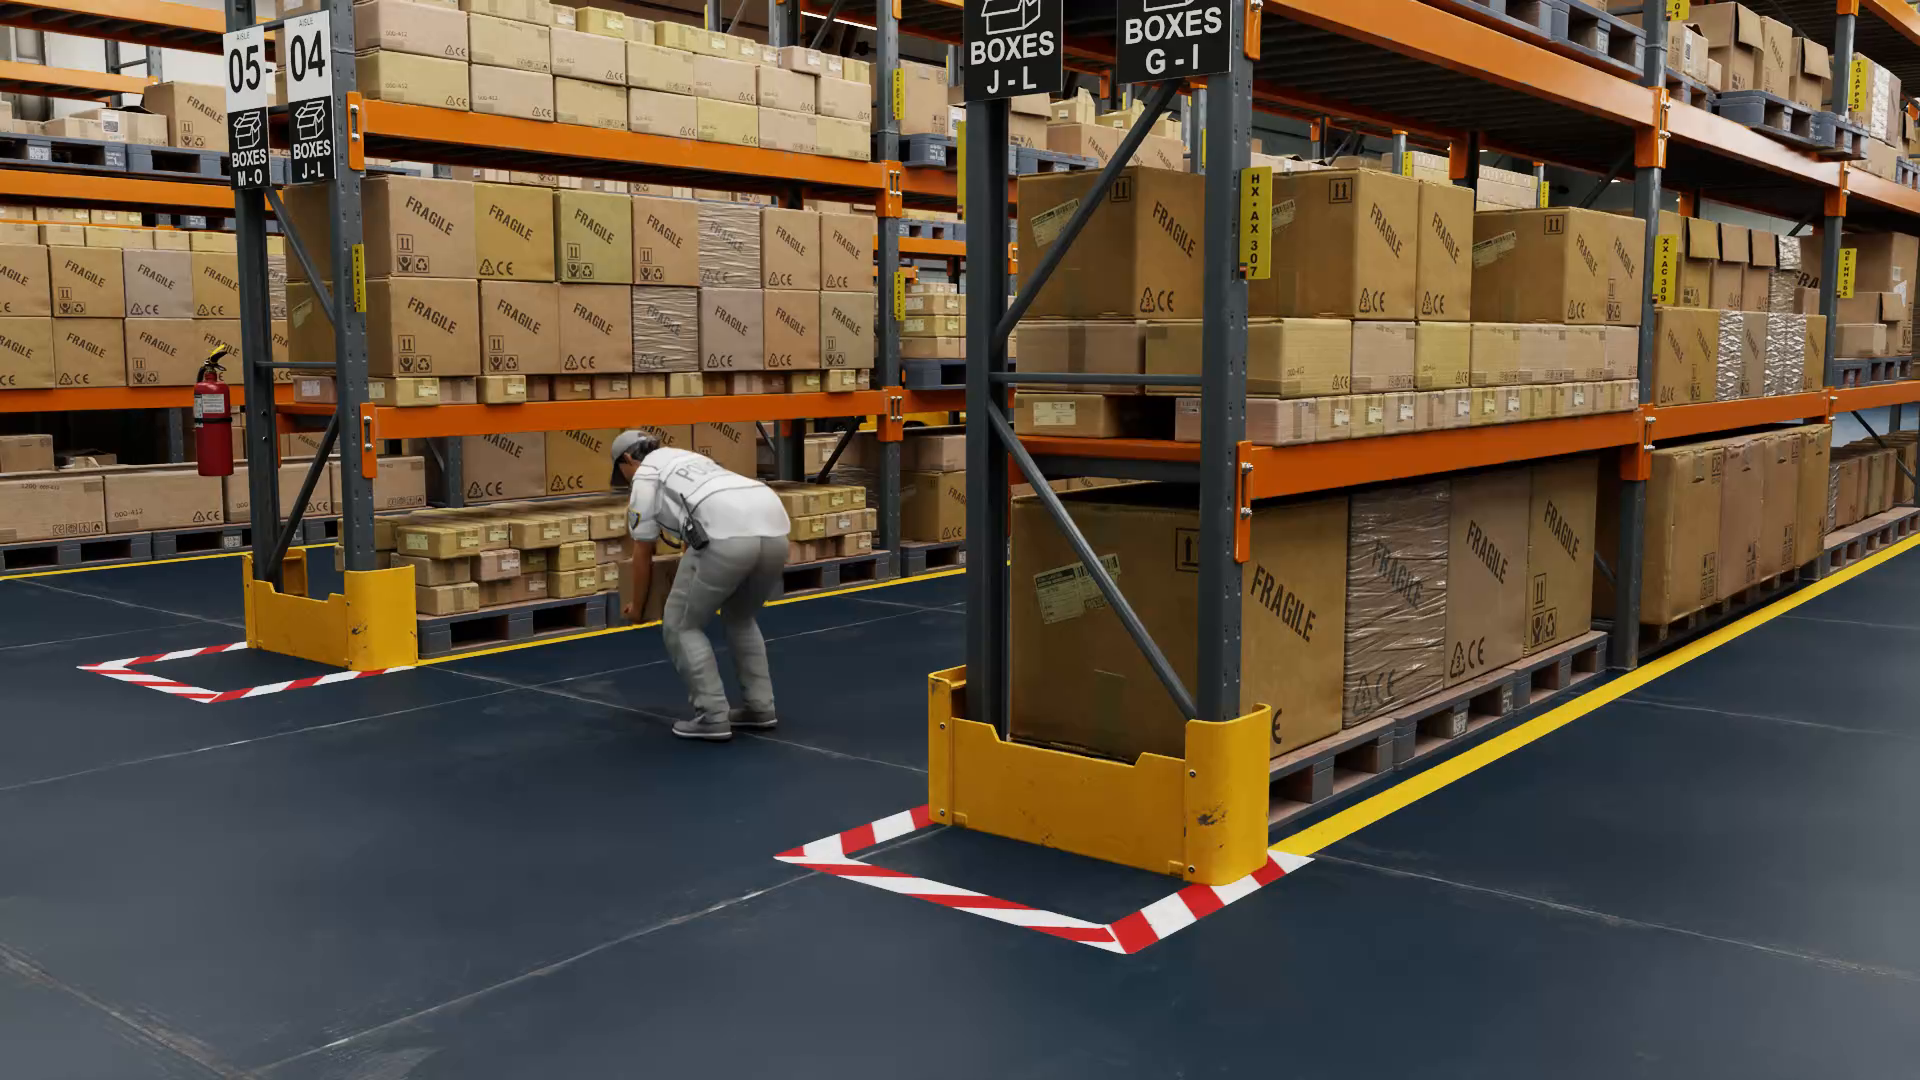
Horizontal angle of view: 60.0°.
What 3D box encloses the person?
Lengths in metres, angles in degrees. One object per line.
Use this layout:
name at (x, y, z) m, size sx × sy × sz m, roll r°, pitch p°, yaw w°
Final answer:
person at (-1.123, 0.172, 7.030) m, size 0.892 × 1.258 × 0.474 m, roll 5°, pitch 8°, yaw 36°
